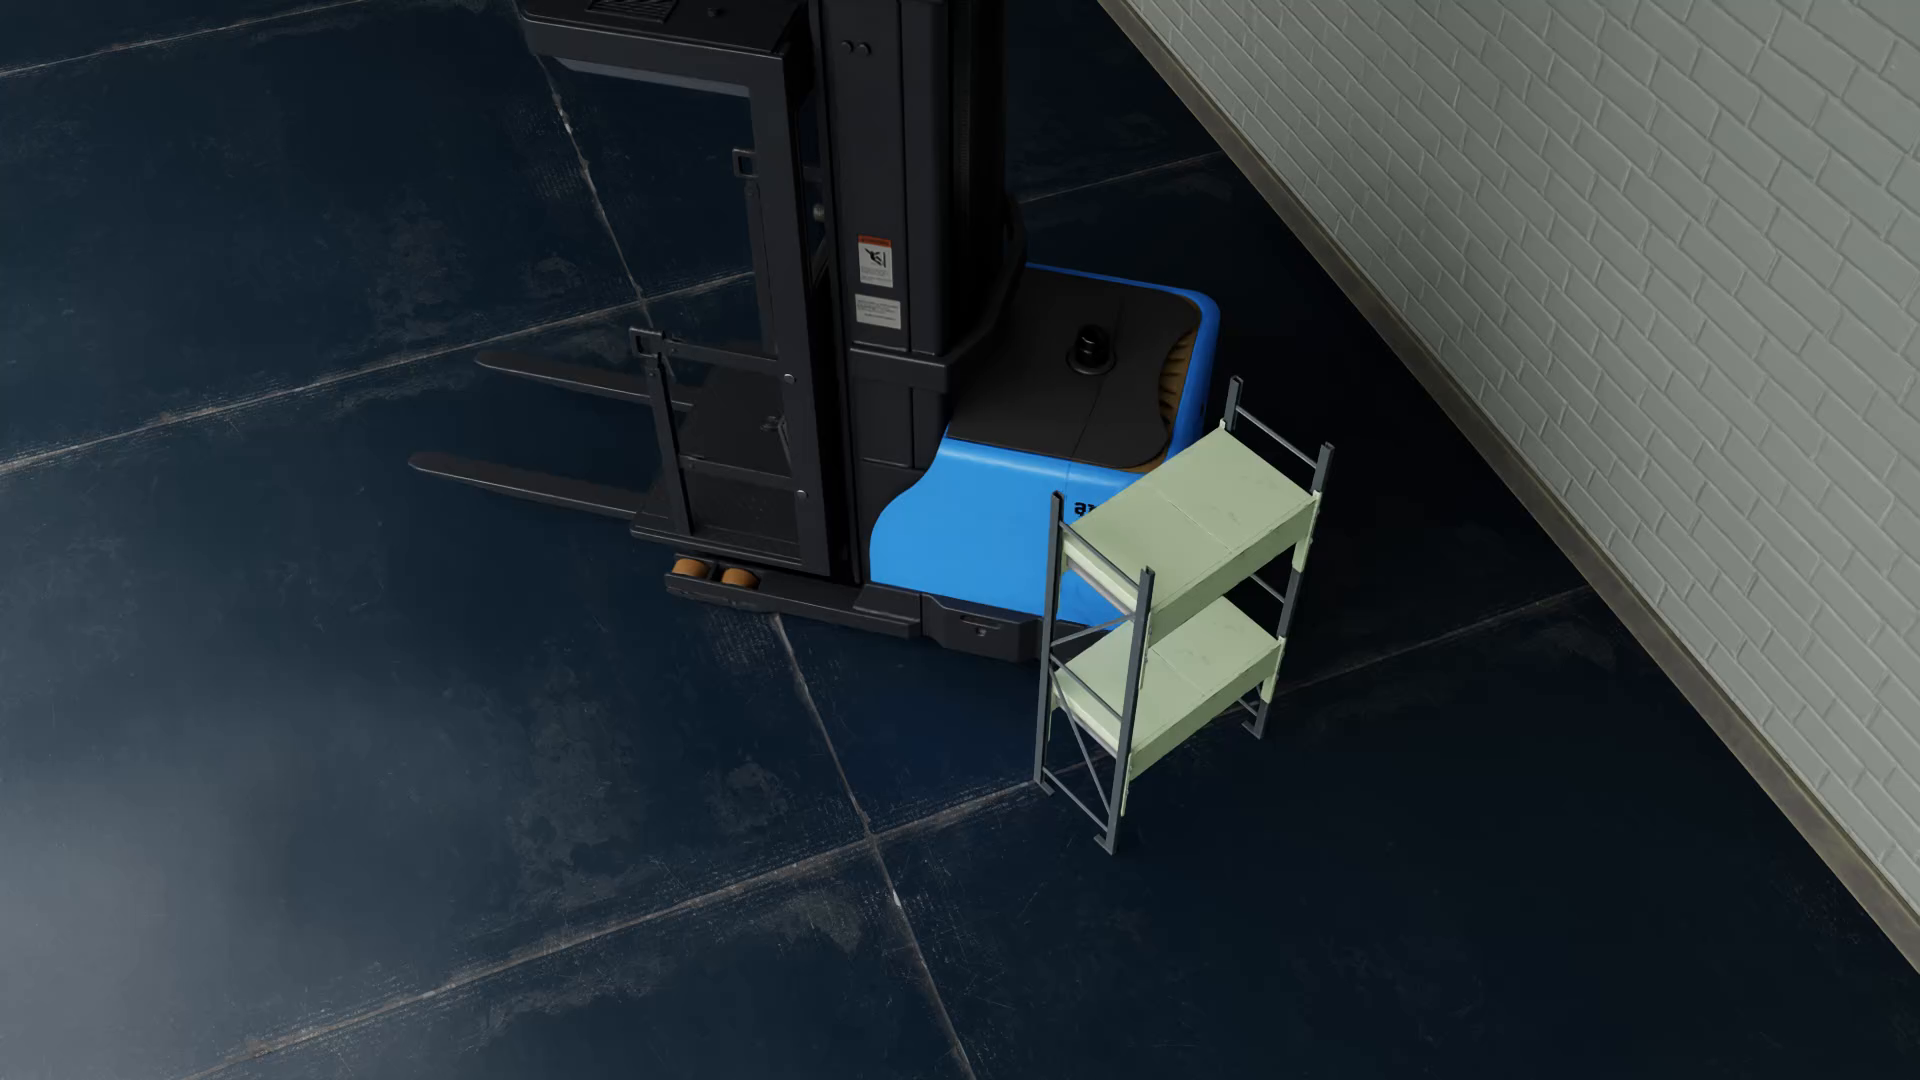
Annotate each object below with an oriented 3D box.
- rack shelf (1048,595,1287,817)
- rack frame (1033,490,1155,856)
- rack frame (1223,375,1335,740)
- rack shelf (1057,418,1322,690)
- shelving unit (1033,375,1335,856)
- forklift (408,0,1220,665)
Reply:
[{"bbox_3d":[0.676,0.500,5.603,0.720,0.370,0.431,-33,57,-25],"label":"rack shelf"},{"bbox_3d":[0.397,0.466,5.202,0.023,1.500,0.400,-33,57,-25],"label":"rack frame"},{"bbox_3d":[0.956,0.109,5.509,0.023,1.500,0.400,-33,57,-25],"label":"rack frame"},{"bbox_3d":[0.676,0.033,5.059,0.720,0.370,0.431,-33,57,-25],"label":"rack shelf"},{"bbox_3d":[0.676,0.287,5.355,0.755,1.500,0.431,-33,57,-25],"label":"shelving unit"},{"bbox_3d":[-0.632,-1.065,5.573,3.031,2.935,1.130,11,50,10],"label":"forklift"}]
